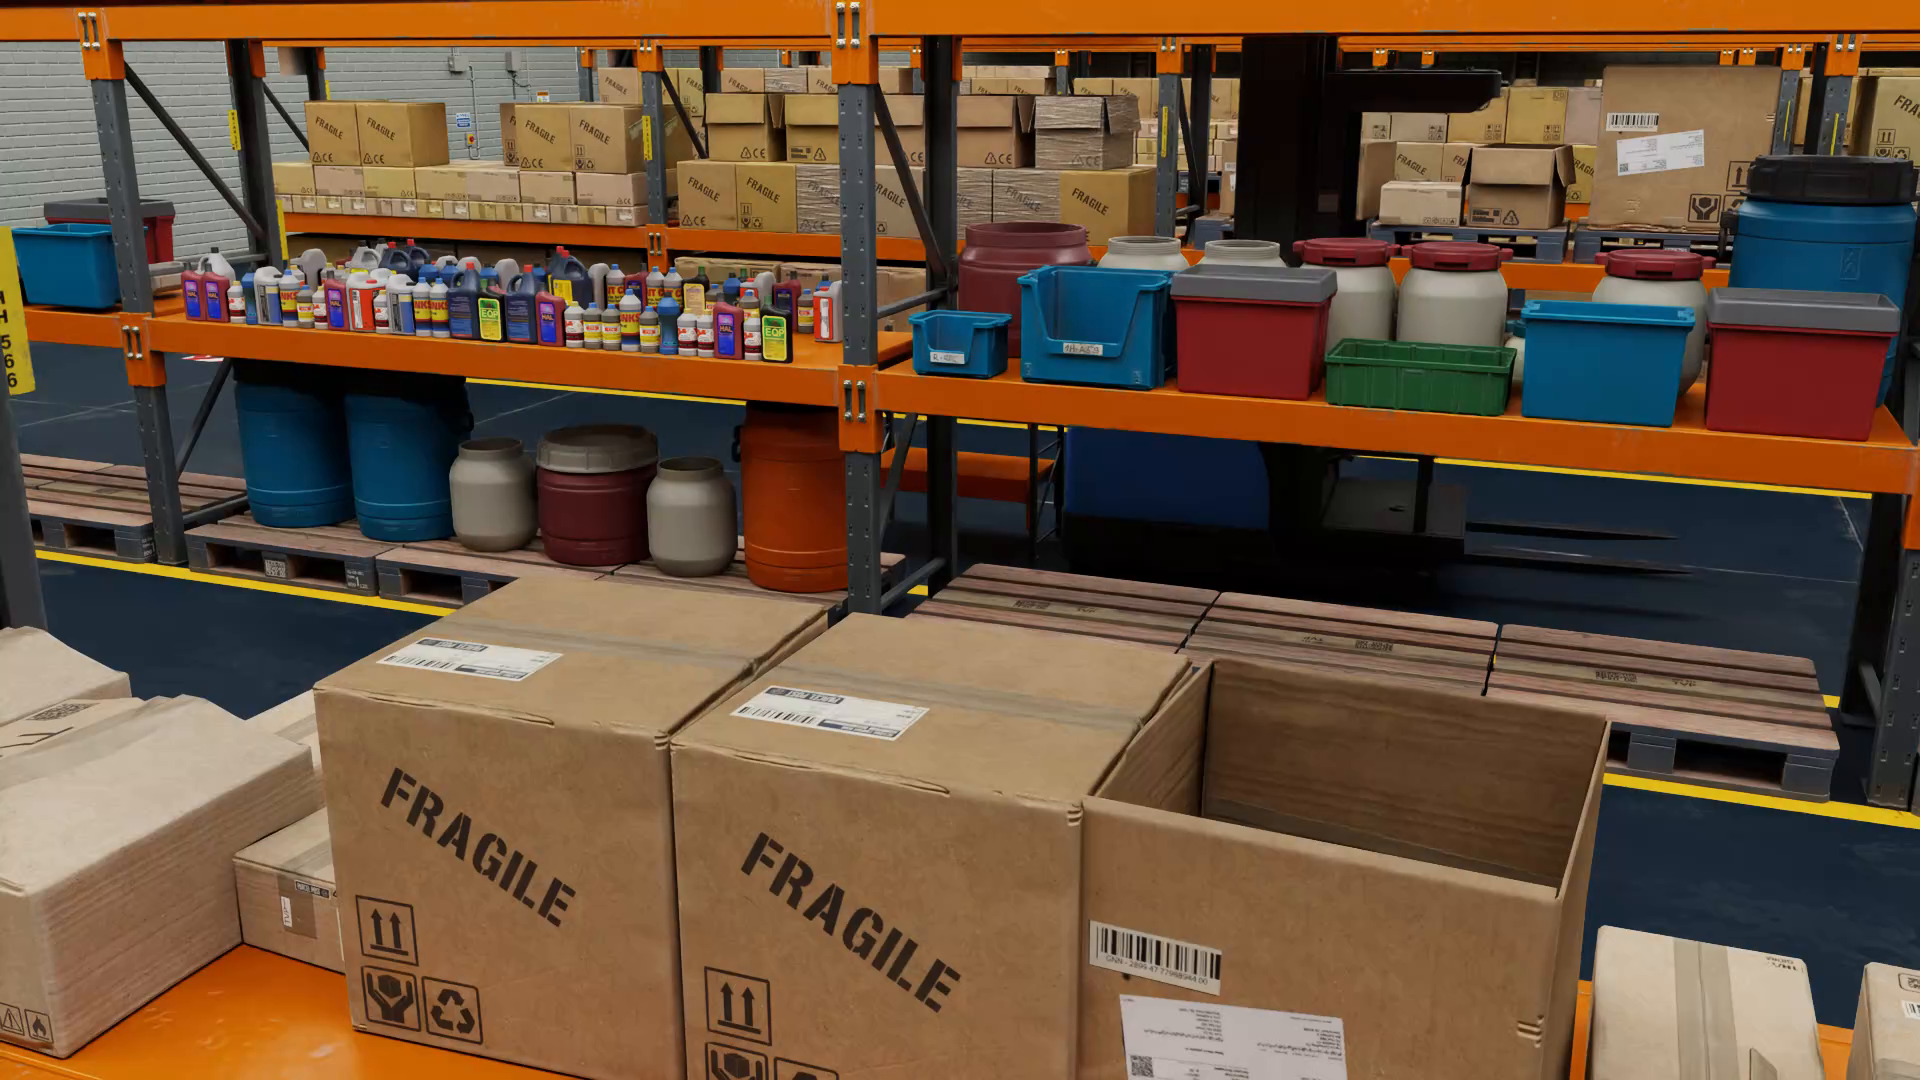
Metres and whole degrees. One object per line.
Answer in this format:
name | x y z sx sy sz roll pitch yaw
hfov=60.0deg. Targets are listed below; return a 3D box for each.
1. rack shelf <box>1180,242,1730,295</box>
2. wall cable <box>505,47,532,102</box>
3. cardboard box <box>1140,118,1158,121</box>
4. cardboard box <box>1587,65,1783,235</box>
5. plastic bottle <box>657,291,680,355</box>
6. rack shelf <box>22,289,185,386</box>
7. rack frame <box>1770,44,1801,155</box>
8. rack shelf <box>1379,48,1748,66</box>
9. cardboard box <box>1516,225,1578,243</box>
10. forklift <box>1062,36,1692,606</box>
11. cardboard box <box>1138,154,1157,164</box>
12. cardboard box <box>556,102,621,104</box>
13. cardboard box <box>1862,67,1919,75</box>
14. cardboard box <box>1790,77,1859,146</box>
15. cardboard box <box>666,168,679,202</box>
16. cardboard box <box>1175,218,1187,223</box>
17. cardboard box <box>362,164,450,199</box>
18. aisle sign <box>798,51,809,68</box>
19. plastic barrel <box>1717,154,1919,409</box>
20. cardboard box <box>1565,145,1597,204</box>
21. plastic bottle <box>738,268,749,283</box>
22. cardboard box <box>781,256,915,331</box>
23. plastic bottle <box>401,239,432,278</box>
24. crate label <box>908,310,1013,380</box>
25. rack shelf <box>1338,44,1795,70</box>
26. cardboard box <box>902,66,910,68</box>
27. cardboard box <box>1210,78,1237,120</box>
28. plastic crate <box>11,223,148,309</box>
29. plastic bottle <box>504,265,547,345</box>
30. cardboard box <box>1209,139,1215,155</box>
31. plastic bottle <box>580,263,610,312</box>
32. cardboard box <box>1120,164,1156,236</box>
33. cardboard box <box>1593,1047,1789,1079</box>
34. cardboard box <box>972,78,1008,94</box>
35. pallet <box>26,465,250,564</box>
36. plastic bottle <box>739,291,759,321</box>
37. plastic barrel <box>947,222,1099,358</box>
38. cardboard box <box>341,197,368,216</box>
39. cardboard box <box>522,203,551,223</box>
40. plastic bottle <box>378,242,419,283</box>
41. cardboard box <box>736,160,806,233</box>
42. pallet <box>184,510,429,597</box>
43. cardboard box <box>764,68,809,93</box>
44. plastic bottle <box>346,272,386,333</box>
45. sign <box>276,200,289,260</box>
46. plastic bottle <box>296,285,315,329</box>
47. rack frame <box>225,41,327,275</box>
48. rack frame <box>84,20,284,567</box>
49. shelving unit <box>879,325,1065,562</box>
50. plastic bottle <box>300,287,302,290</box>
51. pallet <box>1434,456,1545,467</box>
rack shelf | 3.427 -1.762 11.152 4.000 0.370 1.077 6 17 21
wall cable | -6.984 -7.128 26.524 0.122 1.984 0.588 6 17 21
cardboard box | 1.898 -4.186 16.843 0.250 0.149 0.380 7 18 22
cardboard box | 4.599 -2.510 10.609 1.000 1.000 1.000 6 17 21
plastic bottle | -1.280 -0.956 7.317 0.097 0.271 0.097 0 16 0
rack shelf | -5.833 -1.295 9.546 4.000 0.370 1.077 6 17 21
rack frame | 7.201 -3.178 14.742 0.127 3.000 1.000 6 17 21
rack shelf | 7.063 -5.772 19.587 4.000 0.370 1.077 6 17 21
cardboard box | 7.117 -3.609 20.184 0.625 0.372 0.950 7 18 22
forklift | 2.106 -1.255 8.238 3.031 2.935 1.130 5 17 16
cardboard box | 1.901 -3.706 16.255 0.250 0.149 0.380 5 17 18
cardboard box | -2.962 -3.319 13.618 0.500 0.500 0.500 6 17 21
cardboard box | 10.177 -4.926 18.256 0.500 0.500 0.700 6 17 19
cardboard box | 7.532 -3.722 14.410 0.550 0.550 0.875 6 17 21
cardboard box | -2.496 -2.908 13.544 0.500 0.250 0.500 6 17 20
cardboard box | 2.456 -3.134 16.975 0.500 0.250 0.500 6 17 20
cardboard box | -4.576 -2.978 13.787 0.500 0.250 0.500 6 17 19
aisle sign | -2.193 -7.036 23.368 0.004 0.787 0.394 6 17 21
plastic barrel | 3.222 -0.977 6.259 0.708 0.901 0.600 6 17 21
cardboard box | 5.677 -3.314 15.029 0.500 0.500 0.500 6 17 21
plastic bottle | -1.073 -1.172 8.040 0.133 0.283 0.061 6 17 21
cardboard box | -0.721 -1.751 12.881 0.875 0.875 1.225 6 17 19
plastic bottle | -2.825 -1.384 8.651 0.185 0.351 0.144 6 17 21
crate label | 0.003 -0.806 6.871 0.416 0.233 0.303 6 17 21
rack shelf | 5.341 -4.478 15.129 4.000 0.370 1.077 6 17 21
cardboard box | -0.584 -6.262 22.228 0.250 0.149 0.380 6 17 19
cardboard box | 3.217 -5.552 20.944 0.500 0.500 0.500 6 17 20
plastic crate | -4.532 -1.417 8.594 0.575 0.384 0.392 6 17 21
plastic bottle | -1.980 -1.078 7.596 0.185 0.351 0.144 6 17 21
cardboard box | 2.359 -3.797 16.037 0.250 0.149 0.380 7 17 22
plastic bottle | -1.825 -1.237 8.278 0.135 0.276 0.152 6 17 21
cardboard box | 1.214 -2.480 12.156 0.500 0.500 0.500 7 18 22
cardboard box | 0.764 0.689 1.662 0.258 0.266 0.396 6 17 19
cardboard box | 0.472 -5.850 21.971 0.500 0.500 0.500 6 17 20
pallet | -4.670 -0.162 9.354 1.213 0.211 1.003 6 17 21
plastic bottle | -0.994 -1.073 7.845 0.097 0.201 0.097 0 16 0
plastic barrel | 0.292 -1.123 7.419 0.708 0.536 0.600 6 17 21
cardboard box | -4.946 -2.809 13.920 0.250 0.149 0.380 6 17 20
cardboard box | -3.276 -2.625 13.287 0.250 0.149 0.380 7 17 22
plastic bottle | -2.878 -1.347 8.522 0.185 0.351 0.144 6 17 21
cardboard box | -1.351 -2.606 12.590 0.500 0.500 0.500 6 17 21
pallet | -3.270 -0.007 8.820 1.213 0.211 1.003 6 17 21
cardboard box | -1.731 -4.753 17.661 0.500 0.500 0.500 7 18 22
plastic bottle | -2.820 -1.136 7.928 0.135 0.276 0.152 6 17 21
sign | -3.769 -1.712 9.193 0.005 0.325 0.100 6 17 21
plastic bottle | -3.153 -1.128 8.036 0.097 0.201 0.097 0 16 0
rack frame | -5.876 -3.130 14.575 0.127 3.000 1.000 6 17 21
rack frame | -3.972 -1.436 8.741 0.127 3.000 1.000 6 17 21
shelving unit | -0.006 -0.541 9.019 1.048 1.125 0.538 6 17 21
plastic bottle | -3.313 -1.192 8.254 0.097 0.201 0.097 0 16 0
pallet | 3.424 -0.767 11.437 1.213 0.211 1.003 6 17 21
